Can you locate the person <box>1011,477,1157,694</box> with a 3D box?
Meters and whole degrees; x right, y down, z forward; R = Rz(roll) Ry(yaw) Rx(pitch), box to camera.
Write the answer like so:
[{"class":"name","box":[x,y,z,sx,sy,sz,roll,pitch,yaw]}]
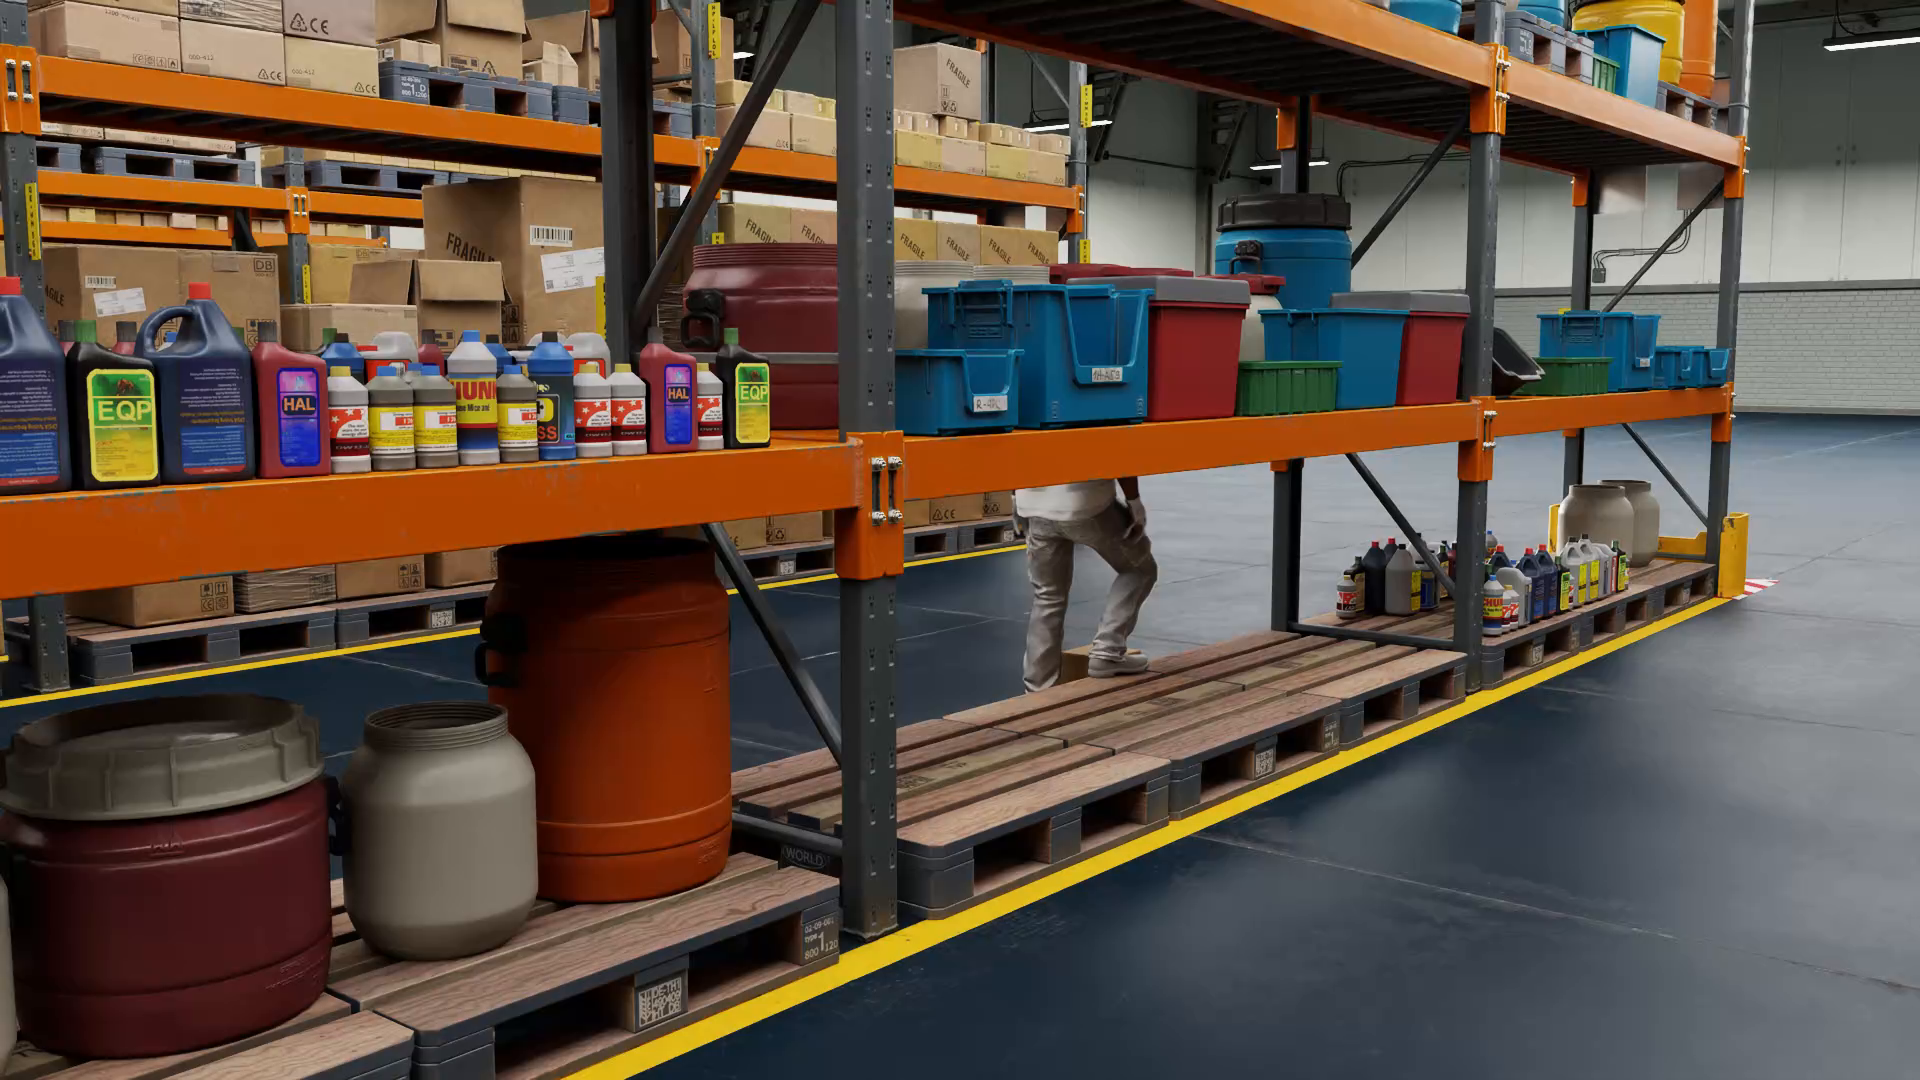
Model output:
[{"class":"person","box":[0.486,-0.142,6.878,0.622,1.780,0.519,5,8,35]}]
